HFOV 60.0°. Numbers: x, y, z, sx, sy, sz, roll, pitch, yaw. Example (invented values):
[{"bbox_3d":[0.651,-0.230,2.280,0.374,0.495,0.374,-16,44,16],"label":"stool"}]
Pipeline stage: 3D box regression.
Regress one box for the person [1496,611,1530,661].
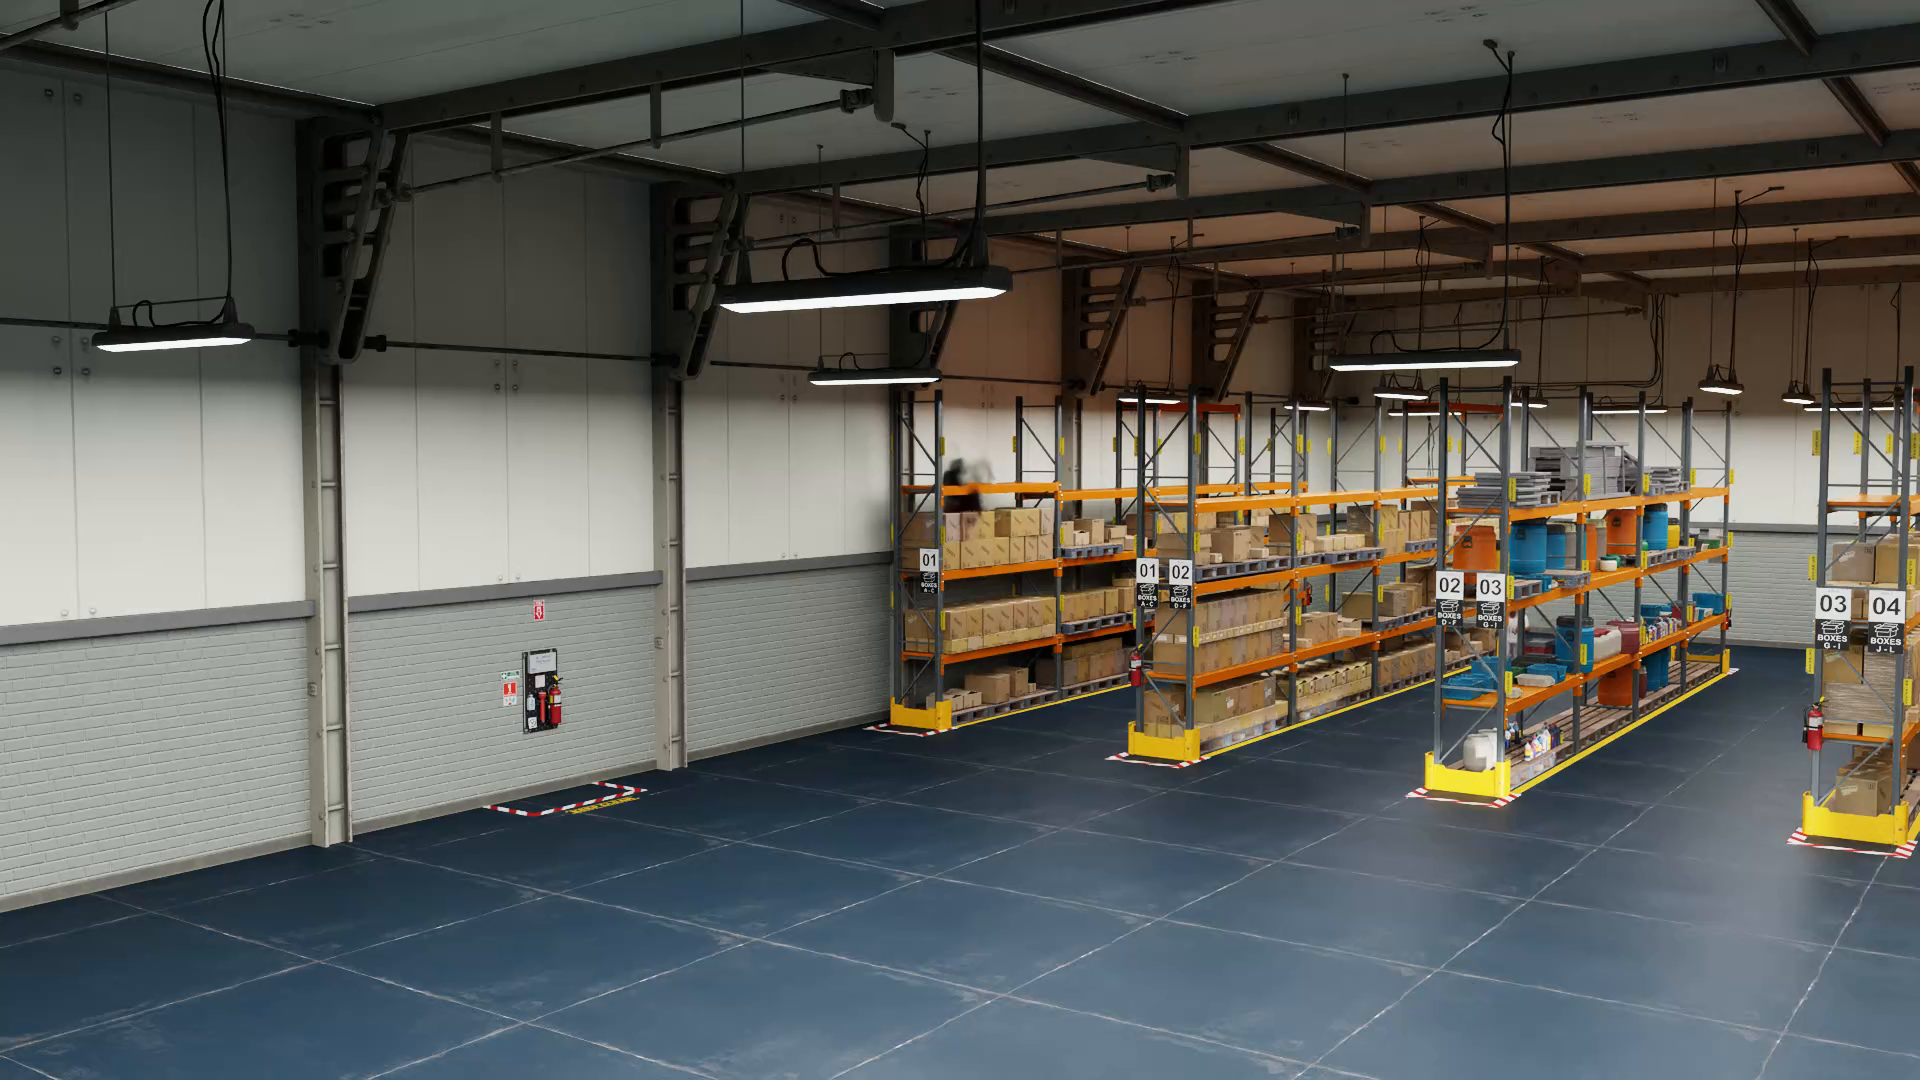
[{"bbox_3d":[11.616,2.155,34.978,0.729,1.784,1.013,2,4,33],"label":"person"}]
